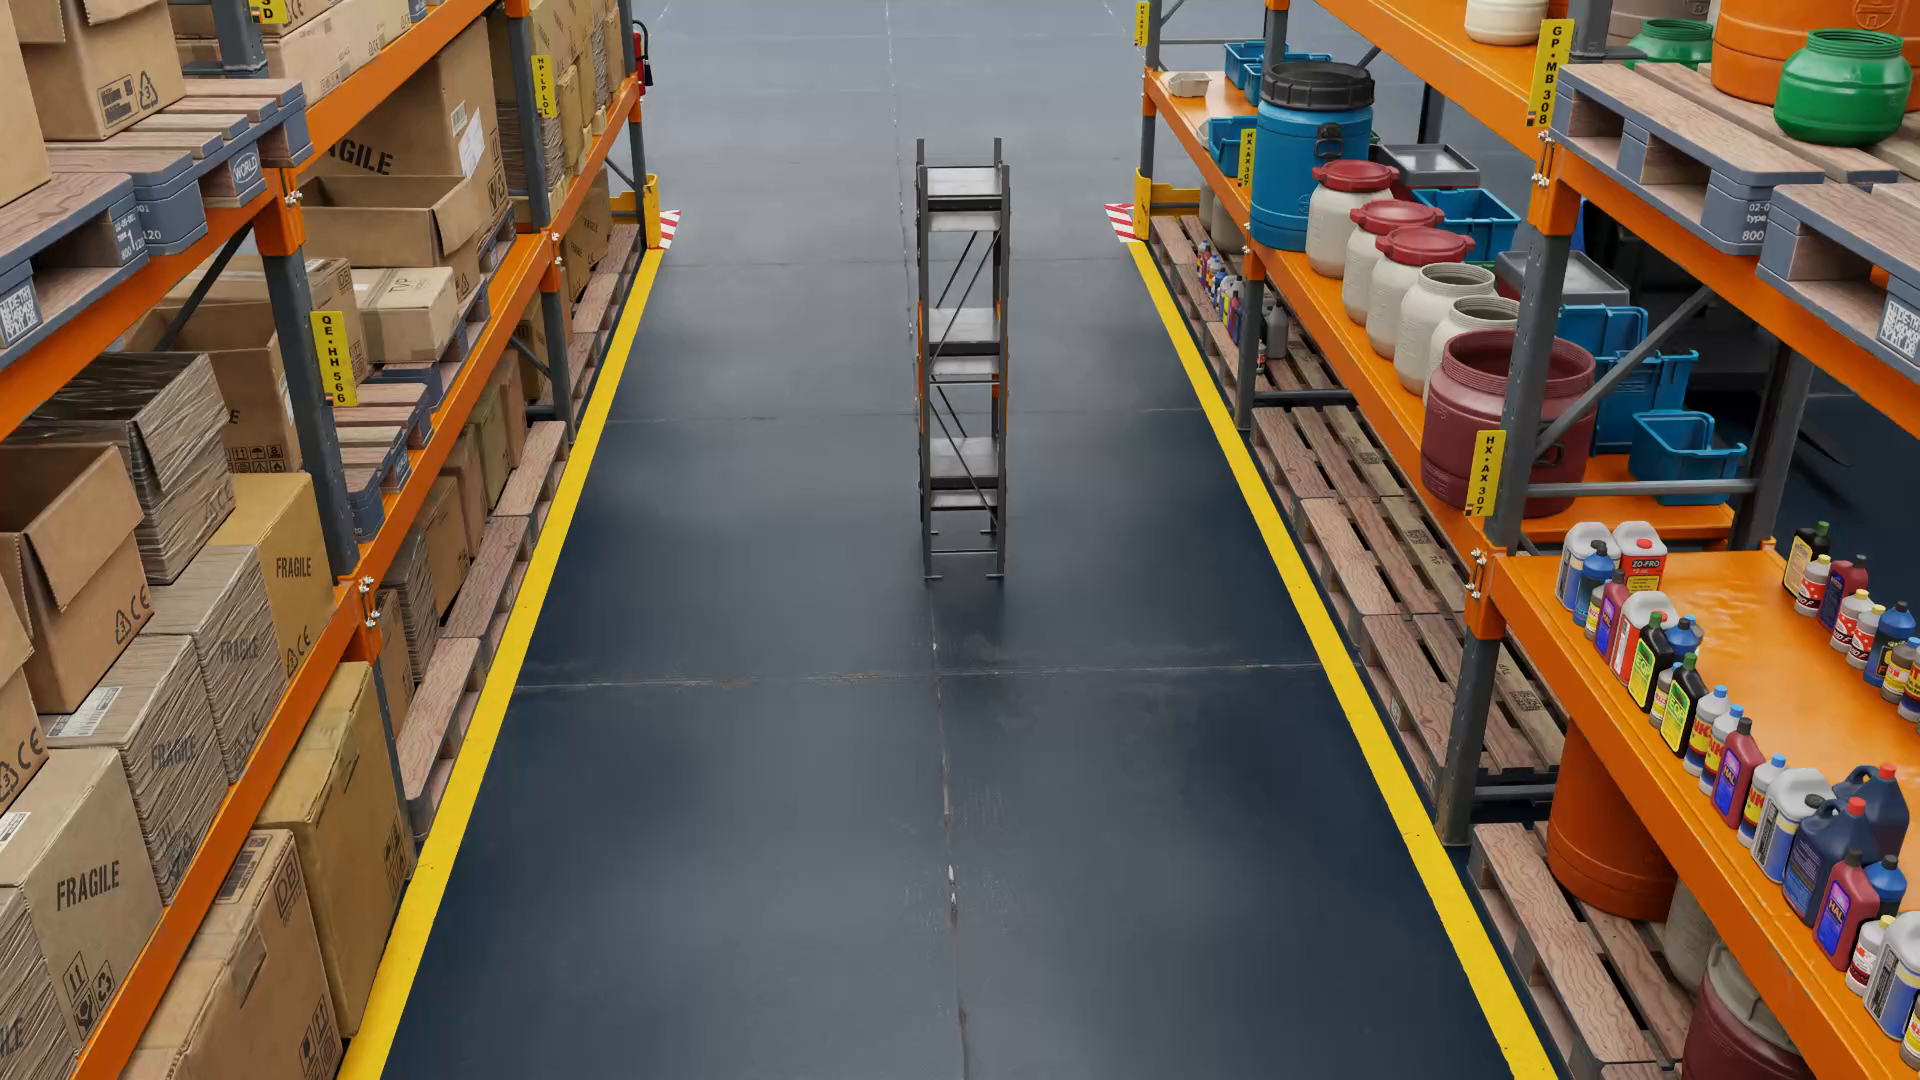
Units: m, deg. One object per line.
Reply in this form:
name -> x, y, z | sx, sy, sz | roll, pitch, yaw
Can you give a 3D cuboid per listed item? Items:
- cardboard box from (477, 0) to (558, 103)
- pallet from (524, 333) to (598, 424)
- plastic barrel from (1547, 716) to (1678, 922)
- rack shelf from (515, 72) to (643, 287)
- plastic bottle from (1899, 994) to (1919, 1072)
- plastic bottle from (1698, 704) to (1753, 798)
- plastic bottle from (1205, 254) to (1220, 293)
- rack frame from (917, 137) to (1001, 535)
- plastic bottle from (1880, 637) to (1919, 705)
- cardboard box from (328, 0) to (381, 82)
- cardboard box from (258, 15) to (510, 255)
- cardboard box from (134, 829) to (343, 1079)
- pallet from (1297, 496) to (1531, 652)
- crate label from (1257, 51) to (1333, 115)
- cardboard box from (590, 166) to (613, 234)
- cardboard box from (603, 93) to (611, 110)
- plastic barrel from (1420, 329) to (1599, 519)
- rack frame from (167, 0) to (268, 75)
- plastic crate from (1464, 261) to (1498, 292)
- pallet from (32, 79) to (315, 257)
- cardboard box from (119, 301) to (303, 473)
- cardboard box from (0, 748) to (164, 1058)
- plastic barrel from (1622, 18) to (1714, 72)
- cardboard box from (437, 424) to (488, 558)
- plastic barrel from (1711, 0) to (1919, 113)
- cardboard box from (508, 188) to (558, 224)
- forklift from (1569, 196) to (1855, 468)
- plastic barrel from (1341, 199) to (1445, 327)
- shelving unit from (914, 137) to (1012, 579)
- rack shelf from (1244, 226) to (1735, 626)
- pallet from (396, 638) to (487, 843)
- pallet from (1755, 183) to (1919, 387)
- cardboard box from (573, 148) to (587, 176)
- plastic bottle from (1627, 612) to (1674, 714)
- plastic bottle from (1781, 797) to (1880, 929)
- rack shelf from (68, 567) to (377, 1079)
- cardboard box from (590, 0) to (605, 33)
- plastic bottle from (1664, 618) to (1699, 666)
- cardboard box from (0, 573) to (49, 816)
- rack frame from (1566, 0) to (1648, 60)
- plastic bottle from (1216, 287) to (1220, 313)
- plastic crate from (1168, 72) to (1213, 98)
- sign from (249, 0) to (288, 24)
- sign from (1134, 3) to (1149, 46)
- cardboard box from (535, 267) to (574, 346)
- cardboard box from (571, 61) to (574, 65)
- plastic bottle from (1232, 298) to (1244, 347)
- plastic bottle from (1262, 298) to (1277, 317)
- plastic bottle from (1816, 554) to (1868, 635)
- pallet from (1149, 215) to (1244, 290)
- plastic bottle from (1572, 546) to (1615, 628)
cardboard box -> -2.553, -2.735, 9.239 | 0.500, 0.500, 0.500 | -1, 28, -3
pallet -> -2.854, -0.974, 10.390 | 1.003, 0.211, 1.213 | -1, 28, -3
plastic barrel -> 2.414, 0.828, 5.812 | 0.600, 0.830, 0.708 | -1, 28, -3
rack shelf -> -2.888, -2.506, 11.089 | 1.077, 0.370, 4.000 | -1, 28, -3
plastic bottle -> 2.151, 1.071, 3.668 | 0.097, 0.201, 0.097 | 0, 28, 0
plastic bottle -> 2.098, 0.572, 4.549 | 0.097, 0.271, 0.097 | 0, 28, 0
plastic bottle -> 1.755, -1.850, 11.529 | 0.097, 0.271, 0.097 | 0, 28, 0
rack frame -> -0.004, -0.967, 8.334 | 0.400, 2.100, 0.015 | -1, 28, -3
plastic bottle -> 2.834, 0.386, 4.981 | 0.097, 0.201, 0.097 | 0, 28, 0
cardboard box -> -2.371, -1.778, 5.834 | 0.500, 0.250, 0.500 | -1, 28, -1
cardboard box -> -2.882, -1.983, 8.206 | 1.000, 1.000, 1.000 | -1, 28, -2
cardboard box -> -2.520, 1.433, 4.603 | 1.225, 0.875, 0.875 | -1, 28, -2
pallet -> 2.309, 0.142, 8.250 | 1.003, 0.211, 1.213 | -1, 28, -3
crate label -> 2.320, -3.040, 11.298 | 0.502, 0.435, 0.616 | -1, 28, -3
cardboard box -> -2.976, -2.538, 12.621 | 0.500, 0.500, 0.500 | 4, 28, 7
cardboard box -> -2.697, -3.165, 11.846 | 0.380, 0.149, 0.250 | -1, 28, -3
plastic barrel -> 2.045, -0.441, 6.205 | 0.600, 0.536, 0.708 | -1, 28, -3
rack frame -> -2.575, -2.714, 4.223 | 1.000, 3.000, 0.127 | -1, 28, -3
plastic crate -> 2.536, -1.130, 7.901 | 0.450, 0.188, 0.662 | -1, 28, -3
pallet -> -2.488, -1.004, 4.392 | 1.213, 0.211, 1.003 | 0, 28, 0
cardboard box -> -2.643, -0.533, 5.966 | 0.500, 0.500, 0.500 | -5, 28, -9
cardboard box -> -2.225, 0.829, 3.810 | 0.500, 0.500, 0.500 | -1, 28, -2
plastic barrel -> 2.308, -1.548, 5.398 | 0.294, 0.245, 0.294 | 0, 28, 0
cardboard box -> -2.737, -0.225, 8.165 | 0.700, 0.500, 0.500 | -4, 28, -7
plastic barrel -> 2.398, -1.618, 4.447 | 0.600, 0.830, 0.708 | -1, 28, -3
cardboard box -> -2.494, -1.897, 9.414 | 0.380, 0.149, 0.250 | -1, 28, -3
forklift -> 4.497, -2.204, 9.806 | 1.130, 2.935, 3.031 | -1, 28, -1
plastic barrel -> 2.032, -1.295, 7.843 | 0.433, 0.535, 0.433 | 0, 28, 0
shelving unit -> 0.009, -0.855, 8.118 | 0.431, 2.100, 0.503 | -1, 28, -3
rack shelf -> 2.267, -0.778, 7.777 | 1.077, 0.370, 4.000 | -1, 28, -3
pallet -> -2.614, 0.821, 6.947 | 1.003, 0.211, 1.213 | -1, 28, -3
pallet -> 2.380, -0.456, 3.341 | 1.003, 0.211, 1.213 | -1, 28, -3
cardboard box -> -2.530, -2.359, 10.300 | 0.380, 0.149, 0.250 | -1, 28, -3
plastic bottle -> 2.057, 0.362, 4.938 | 0.061, 0.283, 0.133 | -1, 28, -3
plastic bottle -> 2.148, 0.770, 4.083 | 0.144, 0.351, 0.185 | -1, 28, -3
rack shelf -> -2.470, 1.188, 4.006 | 1.077, 0.370, 4.000 | -1, 28, -3
cardboard box -> -2.661, -3.658, 11.010 | 0.500, 0.500, 0.500 | -1, 28, -3
plastic bottle -> 2.135, 0.357, 4.960 | 0.097, 0.271, 0.097 | 0, 28, 0
cardboard box -> -2.480, 0.405, 3.536 | 0.797, 0.503, 0.637 | -1, 28, -1
rack frame -> 2.372, -2.834, 4.452 | 1.000, 3.000, 0.127 | -1, 28, -3
plastic bottle -> 1.776, -1.633, 11.187 | 0.097, 0.201, 0.097 | 0, 28, 0
plastic crate -> 1.679, -3.330, 12.177 | 0.298, 0.136, 0.250 | -1, 28, -3
sign -> -2.020, -1.658, 4.797 | 0.100, 0.325, 0.005 | -1, 28, -3
sign -> 1.404, -3.980, 12.837 | 0.100, 0.325, 0.005 | -1, 28, -3
cardboard box -> -2.802, -1.429, 10.496 | 0.500, 0.500, 0.500 | 7, 28, 14
cardboard box -> -2.863, -2.747, 10.344 | 0.875, 0.500, 0.500 | -1, 28, -3
plastic bottle -> 1.831, -1.421, 10.619 | 0.144, 0.351, 0.185 | -3, 28, -5
plastic bottle -> 1.978, -1.403, 10.665 | 0.152, 0.276, 0.135 | -1, 28, -3
plastic bottle -> 2.831, 0.161, 5.324 | 0.061, 0.283, 0.133 | -1, 28, -3
pallet -> 2.042, -2.223, 12.783 | 1.003, 0.211, 1.213 | -1, 28, -3
plastic bottle -> 2.050, 0.145, 5.367 | 0.097, 0.271, 0.097 | 0, 28, 0
